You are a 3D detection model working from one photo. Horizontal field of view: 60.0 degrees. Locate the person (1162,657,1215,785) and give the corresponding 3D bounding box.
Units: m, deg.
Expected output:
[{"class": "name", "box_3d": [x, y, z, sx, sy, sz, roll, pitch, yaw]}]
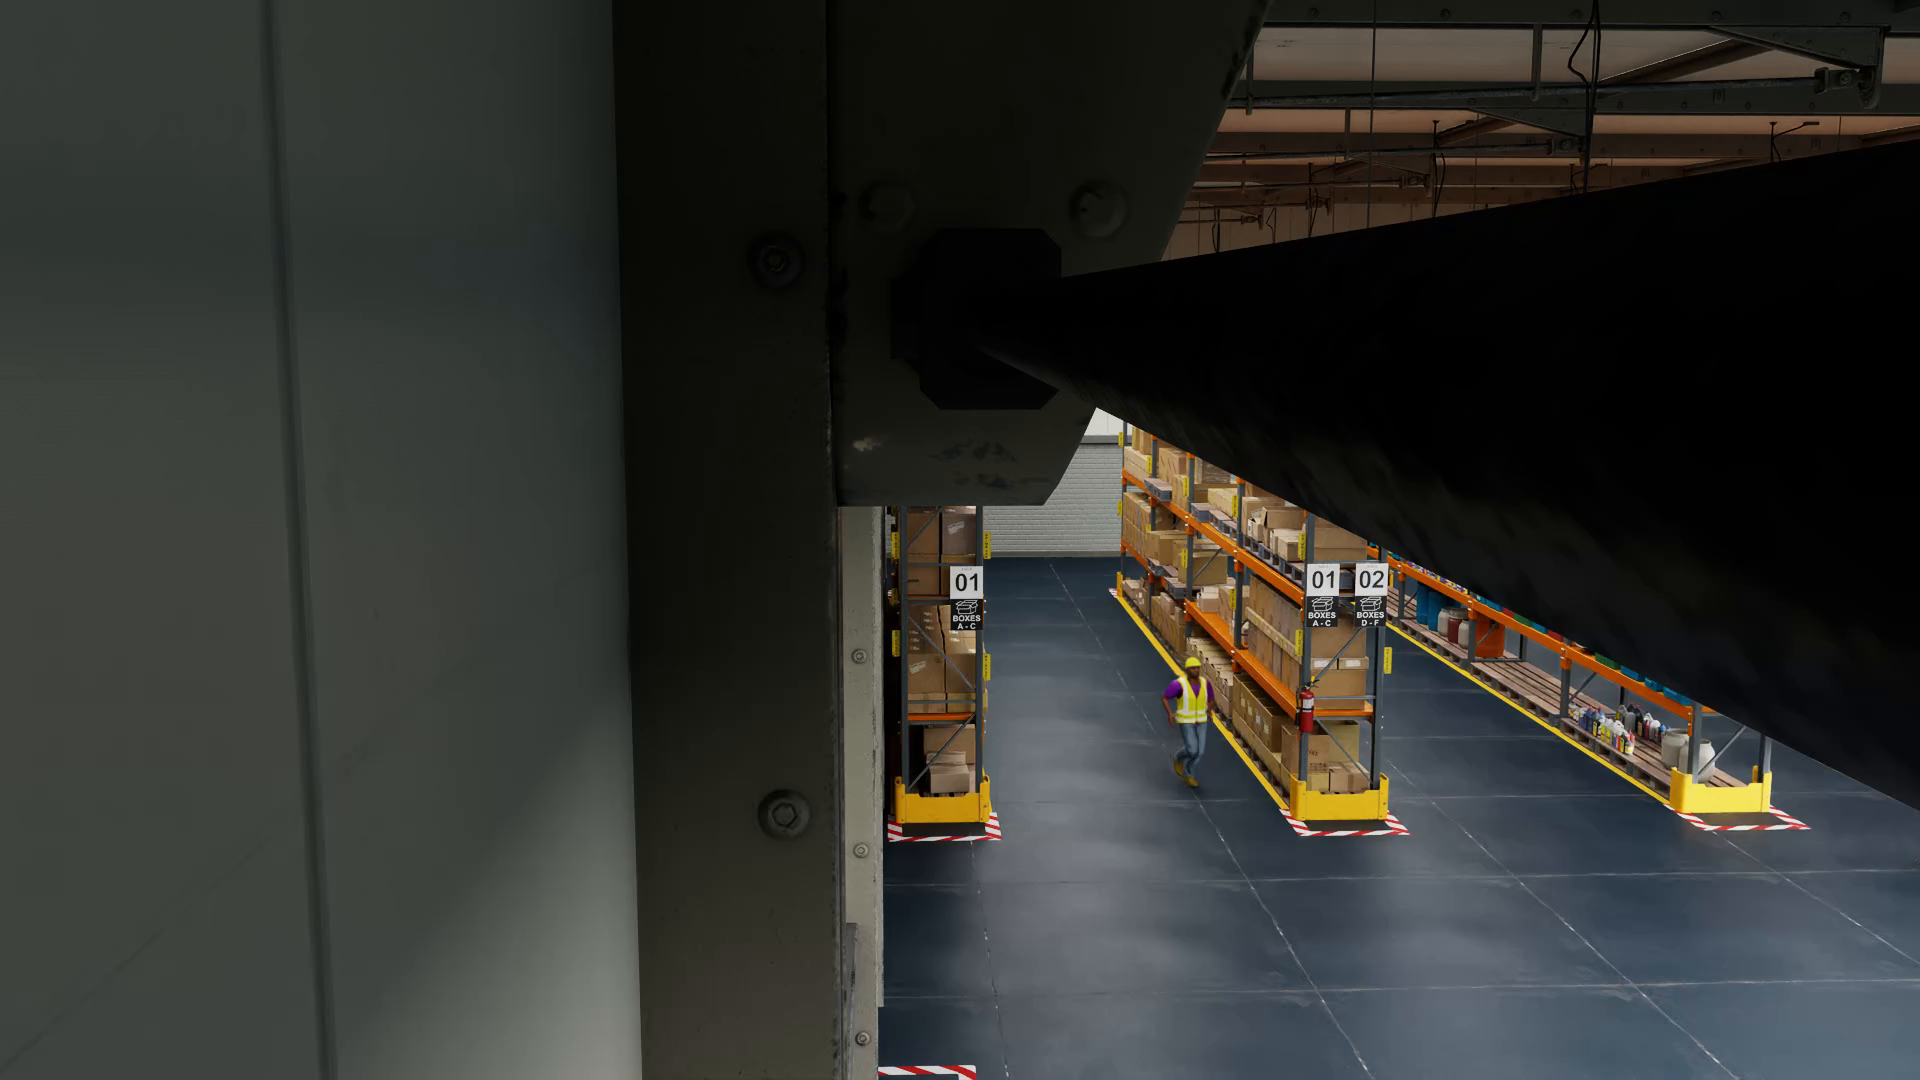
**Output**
[{"class": "person", "box_3d": [3.076, 2.404, 21.958, 0.698, 1.720, 0.565, -2, 8, -17]}]
